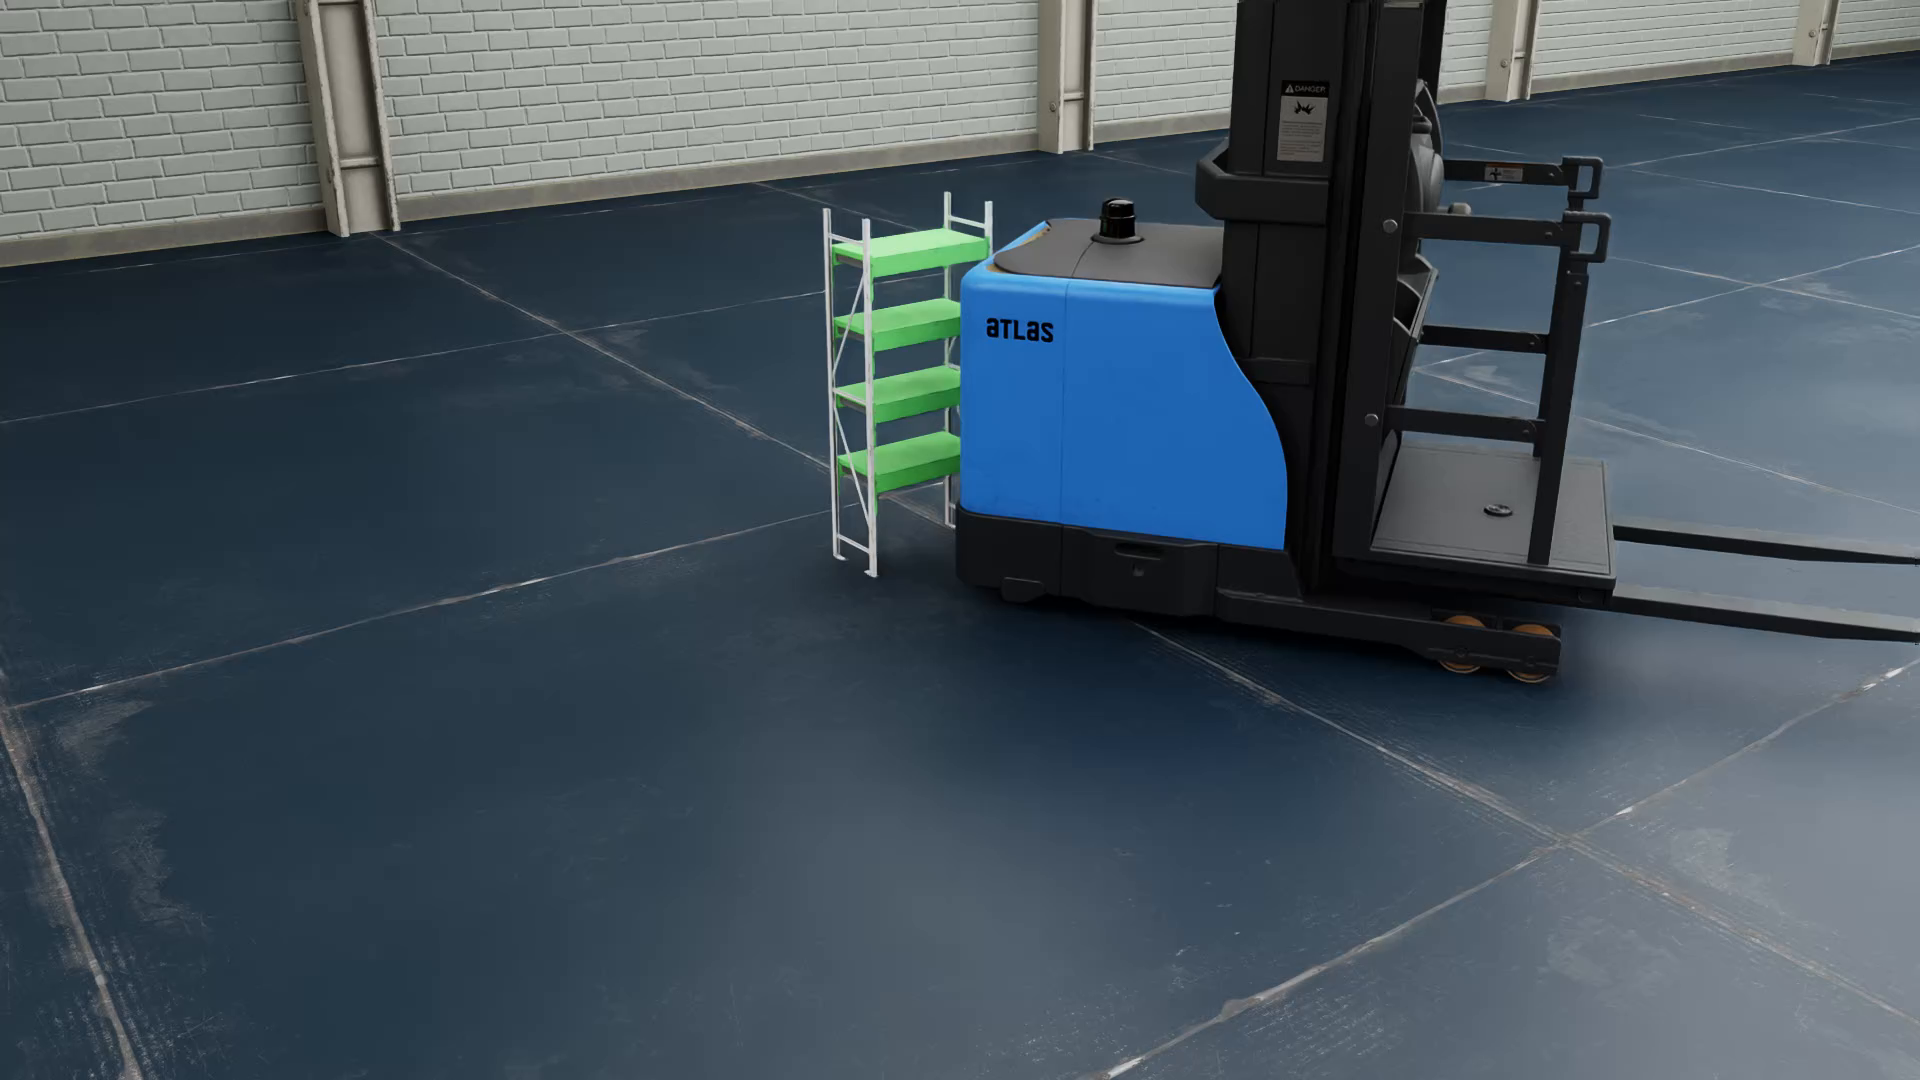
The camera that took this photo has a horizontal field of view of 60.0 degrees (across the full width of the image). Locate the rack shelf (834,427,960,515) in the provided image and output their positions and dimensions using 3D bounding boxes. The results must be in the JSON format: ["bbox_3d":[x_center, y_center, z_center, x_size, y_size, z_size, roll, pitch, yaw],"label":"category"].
[{"bbox_3d":[-0.166,-0.241,5.700,0.480,0.148,0.258,-16,27,-35],"label":"rack shelf"}]

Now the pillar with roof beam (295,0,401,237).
[{"bbox_3d":[-1.454,-4.950,6.159,0.400,9.000,9.100,-15,26,-33],"label":"pillar with roof beam"}]

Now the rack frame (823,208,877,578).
[{"bbox_3d":[-0.358,-0.467,5.448,0.015,1.200,0.240,-16,27,-35],"label":"rack frame"}]

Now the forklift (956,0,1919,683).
[{"bbox_3d":[1.561,-1.166,4.865,3.031,2.935,1.130,7,23,17],"label":"forklift"}]

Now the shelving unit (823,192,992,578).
[{"bbox_3d":[-0.166,-0.523,5.588,0.503,1.200,0.258,-16,27,-35],"label":"shelving unit"}]

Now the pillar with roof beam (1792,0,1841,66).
[{"bbox_3d":[13.157,-8.846,15.923,0.400,9.000,9.100,-15,26,-33],"label":"pillar with roof beam"}]

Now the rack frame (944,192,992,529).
[{"bbox_3d":[0.026,-0.579,5.727,0.015,1.200,0.240,-16,27,-35],"label":"rack frame"}]

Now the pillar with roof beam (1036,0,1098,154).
[{"bbox_3d":[3.416,-6.249,9.414,0.400,9.000,9.100,-15,26,-33],"label":"pillar with roof beam"}]

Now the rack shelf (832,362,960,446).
[{"bbox_3d":[-0.166,-0.464,5.611,0.480,0.148,0.258,-16,27,-35],"label":"rack shelf"}]

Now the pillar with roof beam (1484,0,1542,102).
[{"bbox_3d":[8.287,-7.547,12.668,0.400,9.000,9.100,-15,26,-33],"label":"pillar with roof beam"}]

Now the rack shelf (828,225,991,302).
[{"bbox_3d":[-0.166,-0.909,5.434,0.480,0.148,0.258,-16,27,-35],"label":"rack shelf"}]

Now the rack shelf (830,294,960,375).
[{"bbox_3d":[-0.166,-0.686,5.522,0.480,0.148,0.258,-16,27,-35],"label":"rack shelf"}]
